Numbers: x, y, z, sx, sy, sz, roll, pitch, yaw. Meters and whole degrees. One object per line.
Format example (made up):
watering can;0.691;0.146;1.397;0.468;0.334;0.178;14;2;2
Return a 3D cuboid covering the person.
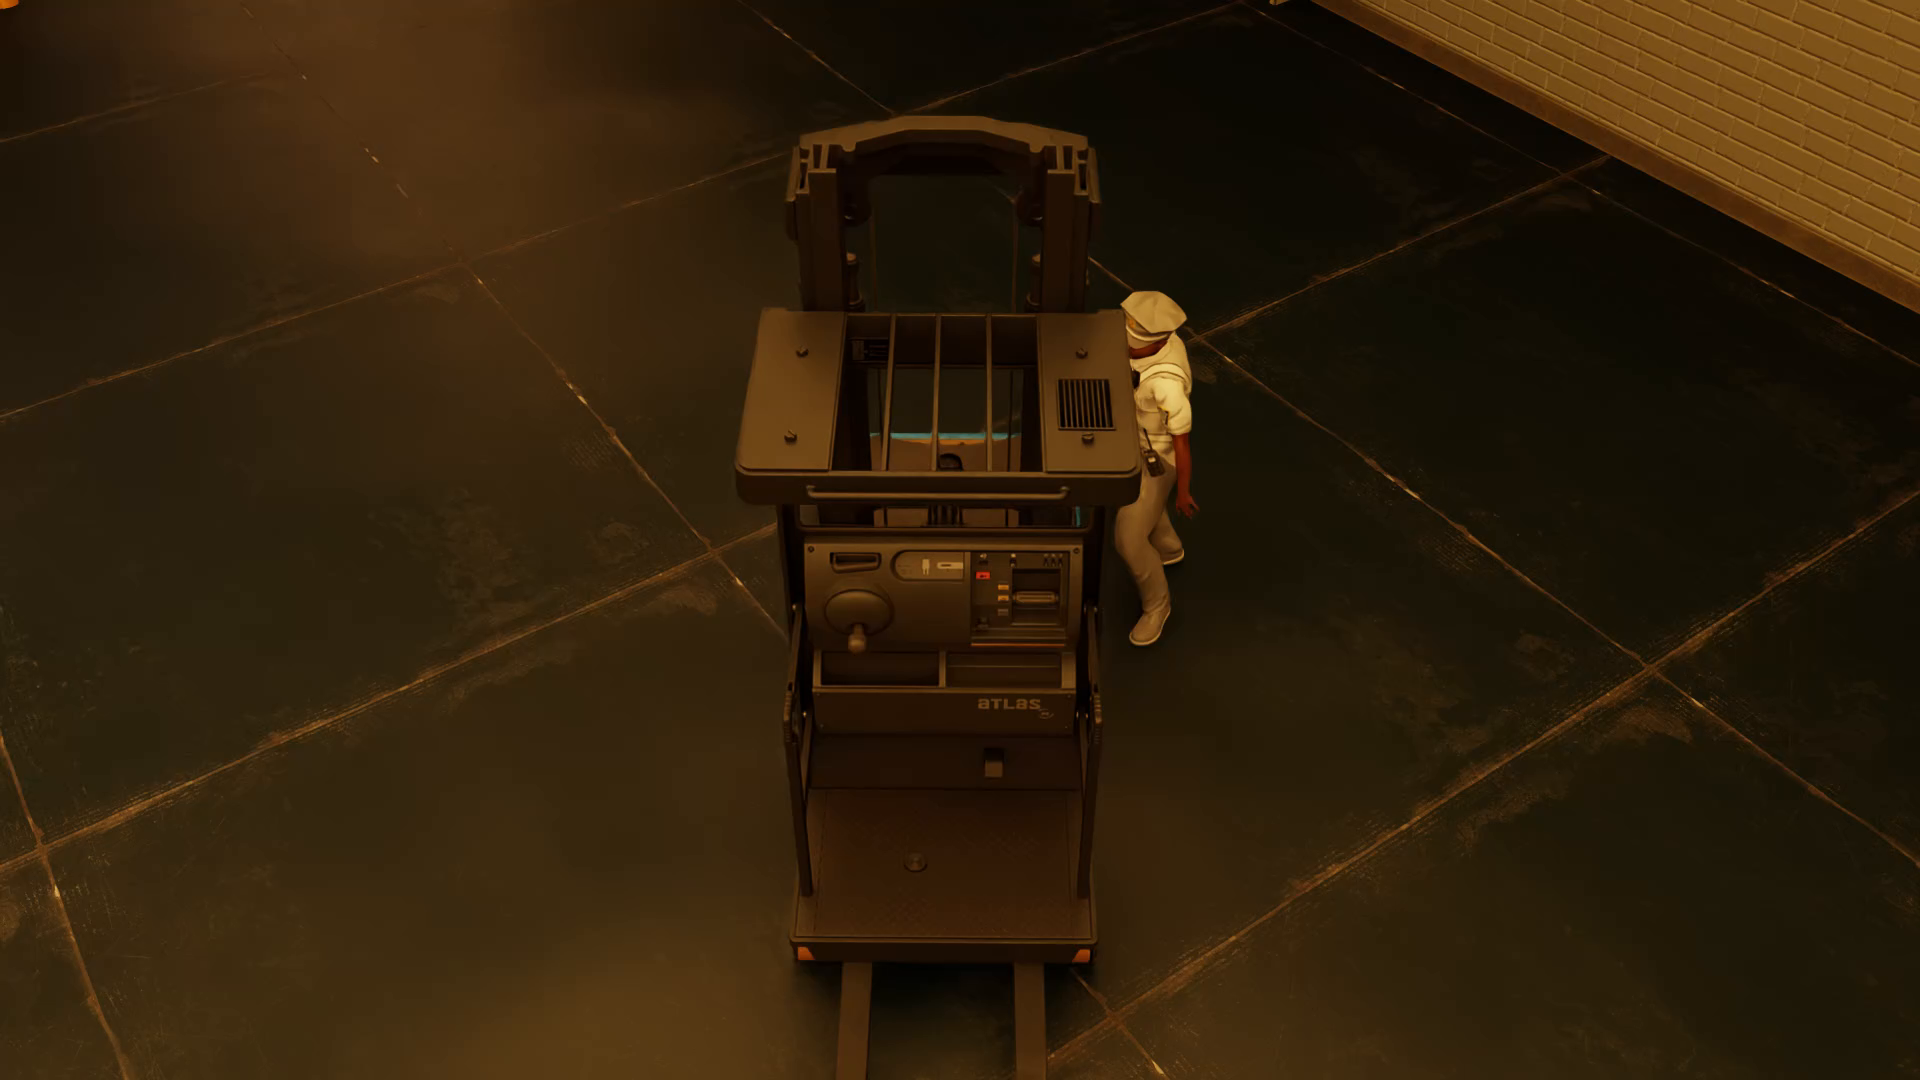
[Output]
person;0.838;-0.376;7.128;0.436;1.638;0.812;-3;43;-3

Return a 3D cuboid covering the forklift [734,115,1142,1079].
forklift;-0.054;0.271;5.421;1.130;2.935;3.031;0;43;0
